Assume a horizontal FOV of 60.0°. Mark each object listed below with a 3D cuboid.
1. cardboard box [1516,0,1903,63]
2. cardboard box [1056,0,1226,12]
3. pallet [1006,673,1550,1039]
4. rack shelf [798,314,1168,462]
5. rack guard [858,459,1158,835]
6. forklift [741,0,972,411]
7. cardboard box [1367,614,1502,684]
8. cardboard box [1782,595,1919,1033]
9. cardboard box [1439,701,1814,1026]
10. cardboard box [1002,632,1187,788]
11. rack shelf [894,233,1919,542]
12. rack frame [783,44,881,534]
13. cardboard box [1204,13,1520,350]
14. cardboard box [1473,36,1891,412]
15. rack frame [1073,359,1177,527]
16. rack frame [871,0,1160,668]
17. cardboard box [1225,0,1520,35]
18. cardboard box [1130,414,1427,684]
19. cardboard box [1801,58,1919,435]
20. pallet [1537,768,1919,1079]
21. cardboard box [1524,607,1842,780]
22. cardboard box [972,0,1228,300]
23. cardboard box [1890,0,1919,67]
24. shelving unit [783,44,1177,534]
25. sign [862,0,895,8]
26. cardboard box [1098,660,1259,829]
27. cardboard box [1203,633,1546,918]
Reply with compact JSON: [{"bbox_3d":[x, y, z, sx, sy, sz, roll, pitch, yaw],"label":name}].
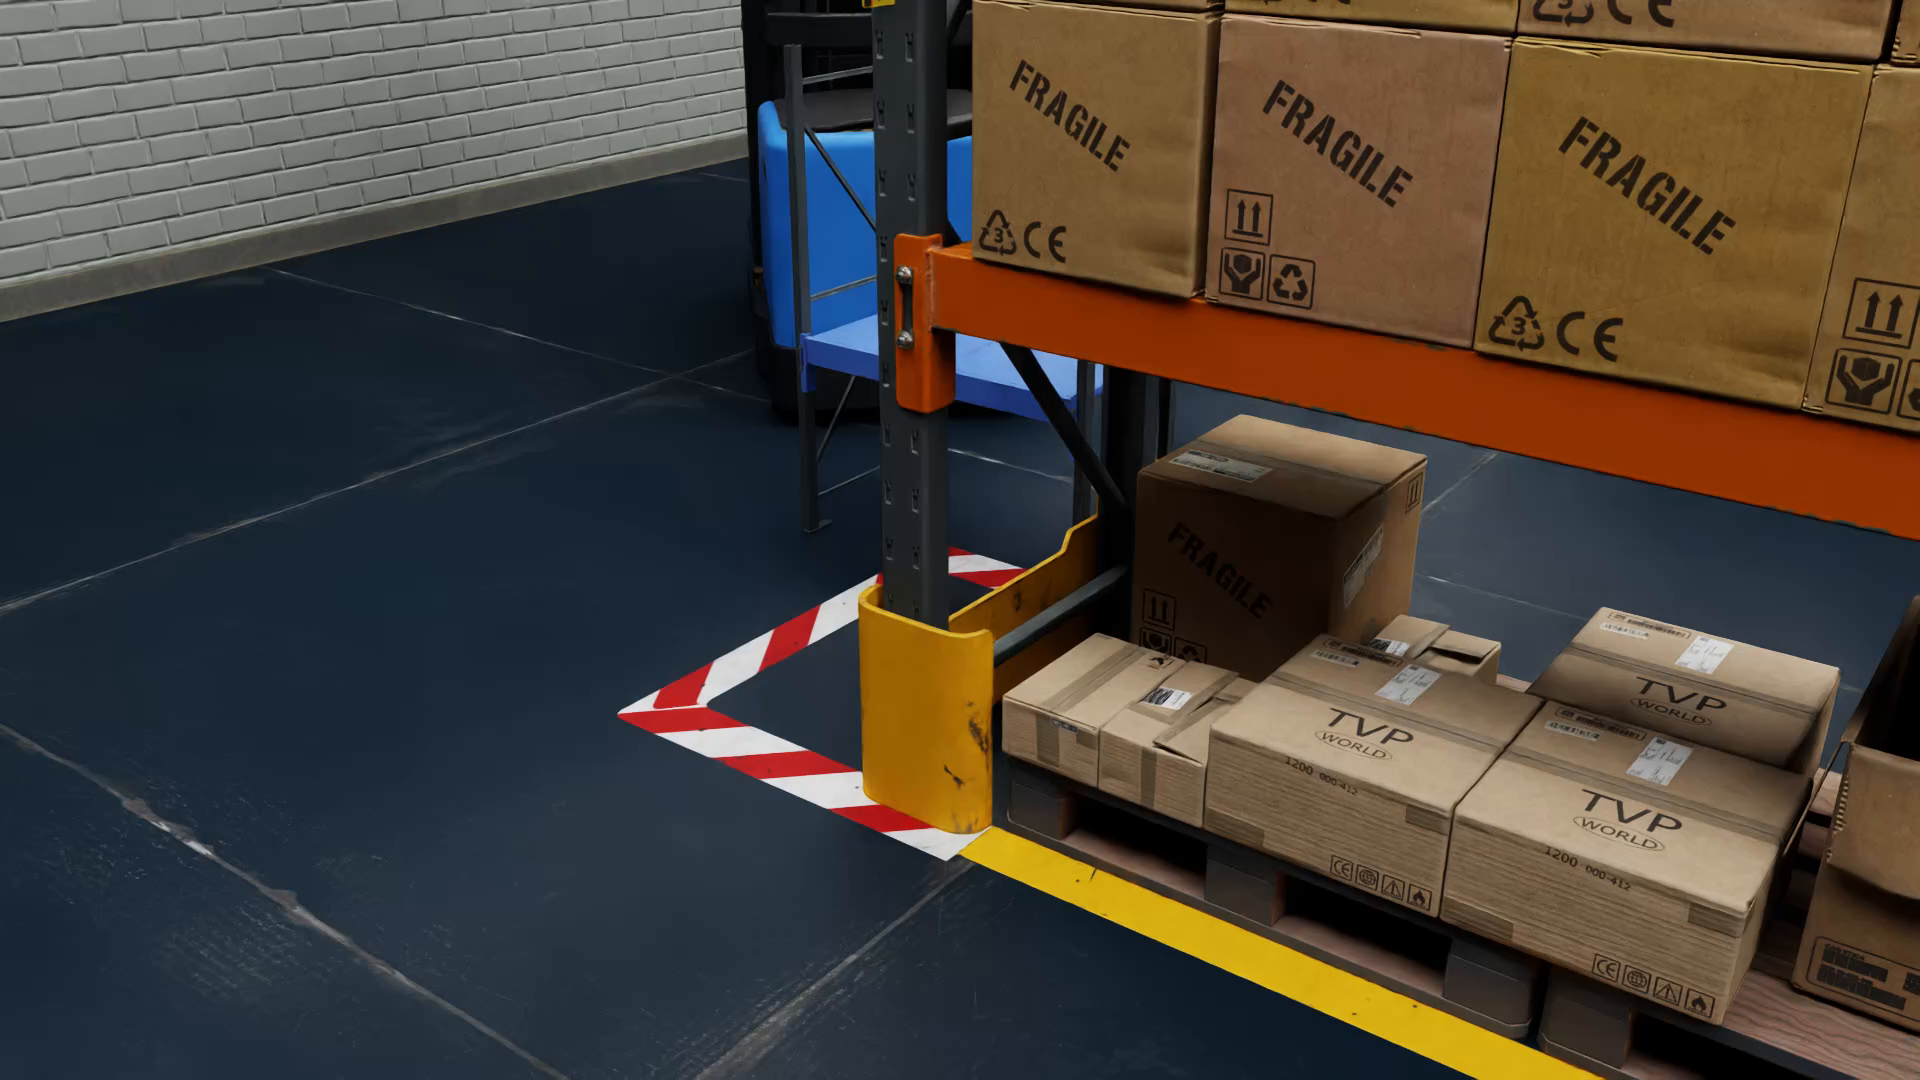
[{"bbox_3d":[1.190,-1.011,2.461,0.500,0.500,0.500,17,29,34],"label":"cardboard box"},{"bbox_3d":[0.370,-1.258,3.020,0.500,0.500,0.500,18,29,35],"label":"cardboard box"},{"bbox_3d":[0.872,0.540,3.762,1.213,0.211,1.003,17,29,33],"label":"pallet"},{"bbox_3d":[0.068,-0.501,4.973,1.000,0.185,0.538,17,29,33],"label":"rack shelf"},{"bbox_3d":[0.233,0.215,4.141,0.348,0.500,1.175,17,29,33],"label":"rack guard"},{"bbox_3d":[-0.391,-2.380,7.016,1.130,2.935,3.031,-4,24,-8],"label":"forklift"},{"bbox_3d":[1.026,0.327,3.755,0.250,0.166,0.380,17,29,33],"label":"cardboard box"},{"bbox_3d":[1.867,0.509,2.925,0.637,0.503,0.797,17,29,33],"label":"cardboard box"},{"bbox_3d":[1.238,0.575,3.089,0.500,0.250,0.500,17,29,33],"label":"cardboard box"},{"bbox_3d":[0.302,0.369,3.683,0.250,0.149,0.380,17,29,33],"label":"cardboard box"},{"bbox_3d":[1.773,-0.134,2.726,4.000,0.370,1.077,17,29,33],"label":"rack shelf"},{"bbox_3d":[-0.339,-0.789,5.180,0.032,1.500,0.500,17,29,33],"label":"rack frame"},{"bbox_3d":[0.786,-0.677,2.943,0.500,0.500,0.500,16,29,33],"label":"cardboard box"},{"bbox_3d":[1.186,-0.555,2.665,0.500,0.500,0.500,17,29,33],"label":"cardboard box"},{"bbox_3d":[0.475,-0.543,4.622,0.032,1.500,0.500,17,29,33],"label":"rack frame"},{"bbox_3d":[0.173,-0.947,3.679,0.127,3.000,1.000,17,29,33],"label":"rack frame"},{"bbox_3d":[0.793,-1.134,2.739,0.500,0.500,0.500,17,29,34],"label":"cardboard box"},{"bbox_3d":[0.756,0.048,3.976,0.500,0.500,0.500,17,29,33],"label":"cardboard box"},{"bbox_3d":[1.585,-0.433,2.389,0.500,0.500,0.500,17,29,34],"label":"cardboard box"},{"bbox_3d":[1.844,0.835,3.092,1.213,0.211,1.003,17,29,33],"label":"pallet"},{"bbox_3d":[1.498,0.402,3.483,0.500,0.250,0.500,17,29,33],"label":"cardboard box"},{"bbox_3d":[0.370,-0.800,3.222,0.500,0.500,0.500,18,29,34],"label":"cardboard box"},{"bbox_3d":[1.597,-0.889,2.183,0.500,0.500,0.500,17,29,33],"label":"cardboard box"},{"bbox_3d":[0.068,-0.666,4.901,1.048,1.500,0.538,17,29,33],"label":"shelving unit"},{"bbox_3d":[-0.153,-1.168,3.107,0.005,0.325,0.100,17,29,33],"label":"sign"},{"bbox_3d":[0.502,0.421,3.543,0.250,0.166,0.380,17,29,33],"label":"cardboard box"},{"bbox_3d":[0.838,0.454,3.364,0.500,0.250,0.500,17,29,33],"label":"cardboard box"}]
